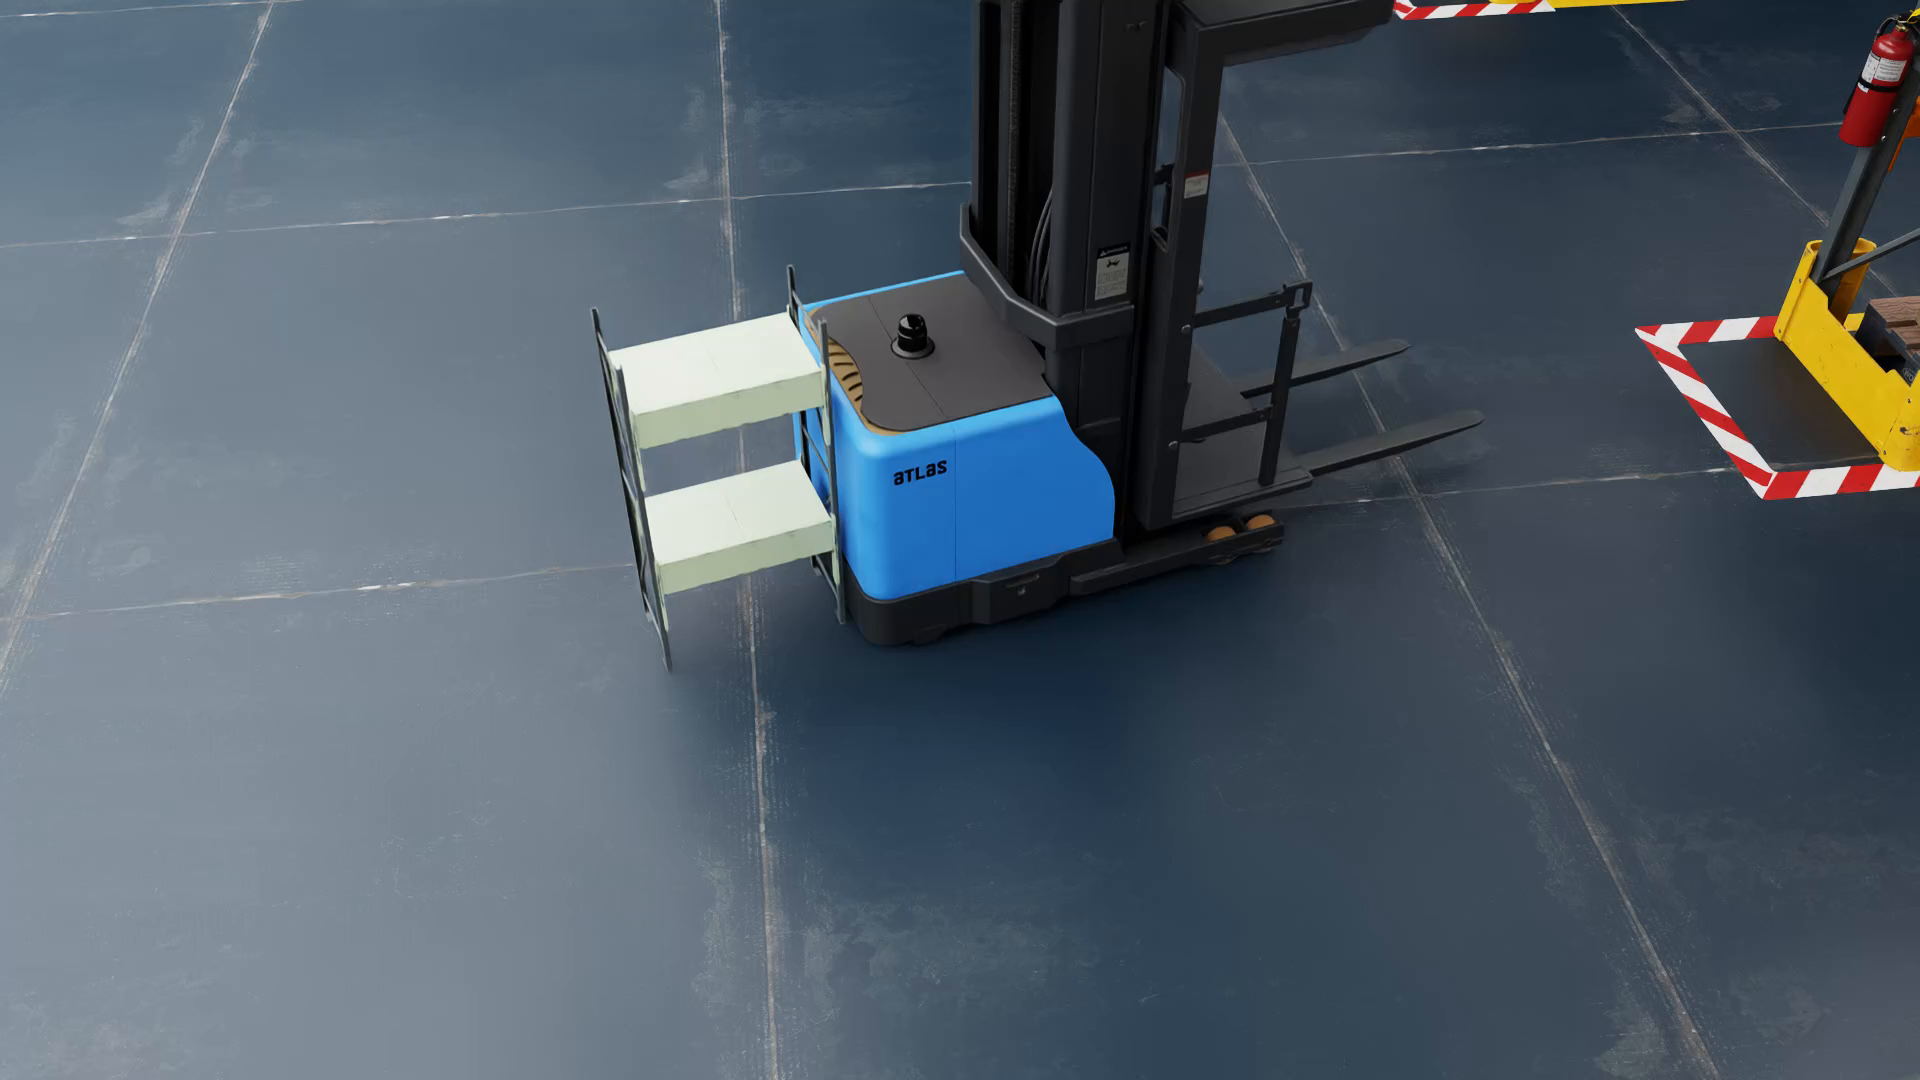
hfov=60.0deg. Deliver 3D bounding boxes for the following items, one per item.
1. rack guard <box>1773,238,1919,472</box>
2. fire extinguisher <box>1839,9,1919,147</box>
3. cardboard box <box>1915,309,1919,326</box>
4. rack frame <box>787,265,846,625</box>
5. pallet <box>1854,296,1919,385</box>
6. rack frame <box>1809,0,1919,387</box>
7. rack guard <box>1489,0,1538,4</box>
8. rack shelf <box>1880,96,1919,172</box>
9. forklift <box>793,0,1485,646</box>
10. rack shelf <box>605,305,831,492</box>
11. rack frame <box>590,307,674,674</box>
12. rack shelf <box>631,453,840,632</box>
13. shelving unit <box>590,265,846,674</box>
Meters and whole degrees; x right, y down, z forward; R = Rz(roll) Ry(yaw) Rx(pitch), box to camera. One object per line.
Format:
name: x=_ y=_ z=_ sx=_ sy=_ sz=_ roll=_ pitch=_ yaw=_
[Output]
rack guard: x=4.354 y=-0.896 z=7.870 sx=0.348 sy=0.500 sz=1.175 roll=-5 pitch=42 yaw=-6
fire extinguisher: x=4.106 y=-2.085 z=7.380 sx=0.183 sy=0.674 sz=0.296 roll=-5 pitch=42 yaw=-6
cardboard box: x=4.900 y=-1.088 z=7.770 sx=0.500 sy=0.500 sz=0.500 roll=2 pitch=42 yaw=2
rack frame: x=-0.555 y=-0.332 z=6.498 sx=0.023 sy=1.500 sz=0.400 roll=-15 pitch=44 yaw=-16
pallet: x=5.164 y=-0.836 z=8.019 sx=1.213 sy=0.211 sz=1.003 roll=-5 pitch=42 yaw=-6
rack frame: x=4.279 y=-1.817 z=7.025 sx=0.127 sy=3.000 sz=1.000 roll=-5 pitch=42 yaw=-6
rack guard: x=3.706 y=-4.216 z=11.551 sx=0.348 sy=0.500 sz=1.175 roll=-5 pitch=42 yaw=-6
rack shelf: x=6.262 y=-1.724 z=7.459 sx=4.000 sy=0.370 sz=1.077 roll=-5 pitch=42 yaw=-6
forklift: x=0.851 y=-1.296 z=6.499 sx=3.031 sy=2.935 sz=1.130 roll=-15 pitch=44 yaw=-16
rack shelf: x=-0.894 y=-0.529 z=6.134 sx=0.720 sy=0.370 sz=0.431 roll=-15 pitch=44 yaw=-16
rack frame: x=-1.233 y=-0.147 z=6.293 sx=0.023 sy=1.500 sz=0.400 roll=-15 pitch=44 yaw=-16
rack shelf: x=-0.894 y=0.003 z=6.614 sx=0.720 sy=0.370 sz=0.431 roll=-15 pitch=44 yaw=-16
shelving unit: x=-0.894 y=-0.239 z=6.395 sx=0.755 sy=1.500 sz=0.431 roll=-15 pitch=44 yaw=-16
